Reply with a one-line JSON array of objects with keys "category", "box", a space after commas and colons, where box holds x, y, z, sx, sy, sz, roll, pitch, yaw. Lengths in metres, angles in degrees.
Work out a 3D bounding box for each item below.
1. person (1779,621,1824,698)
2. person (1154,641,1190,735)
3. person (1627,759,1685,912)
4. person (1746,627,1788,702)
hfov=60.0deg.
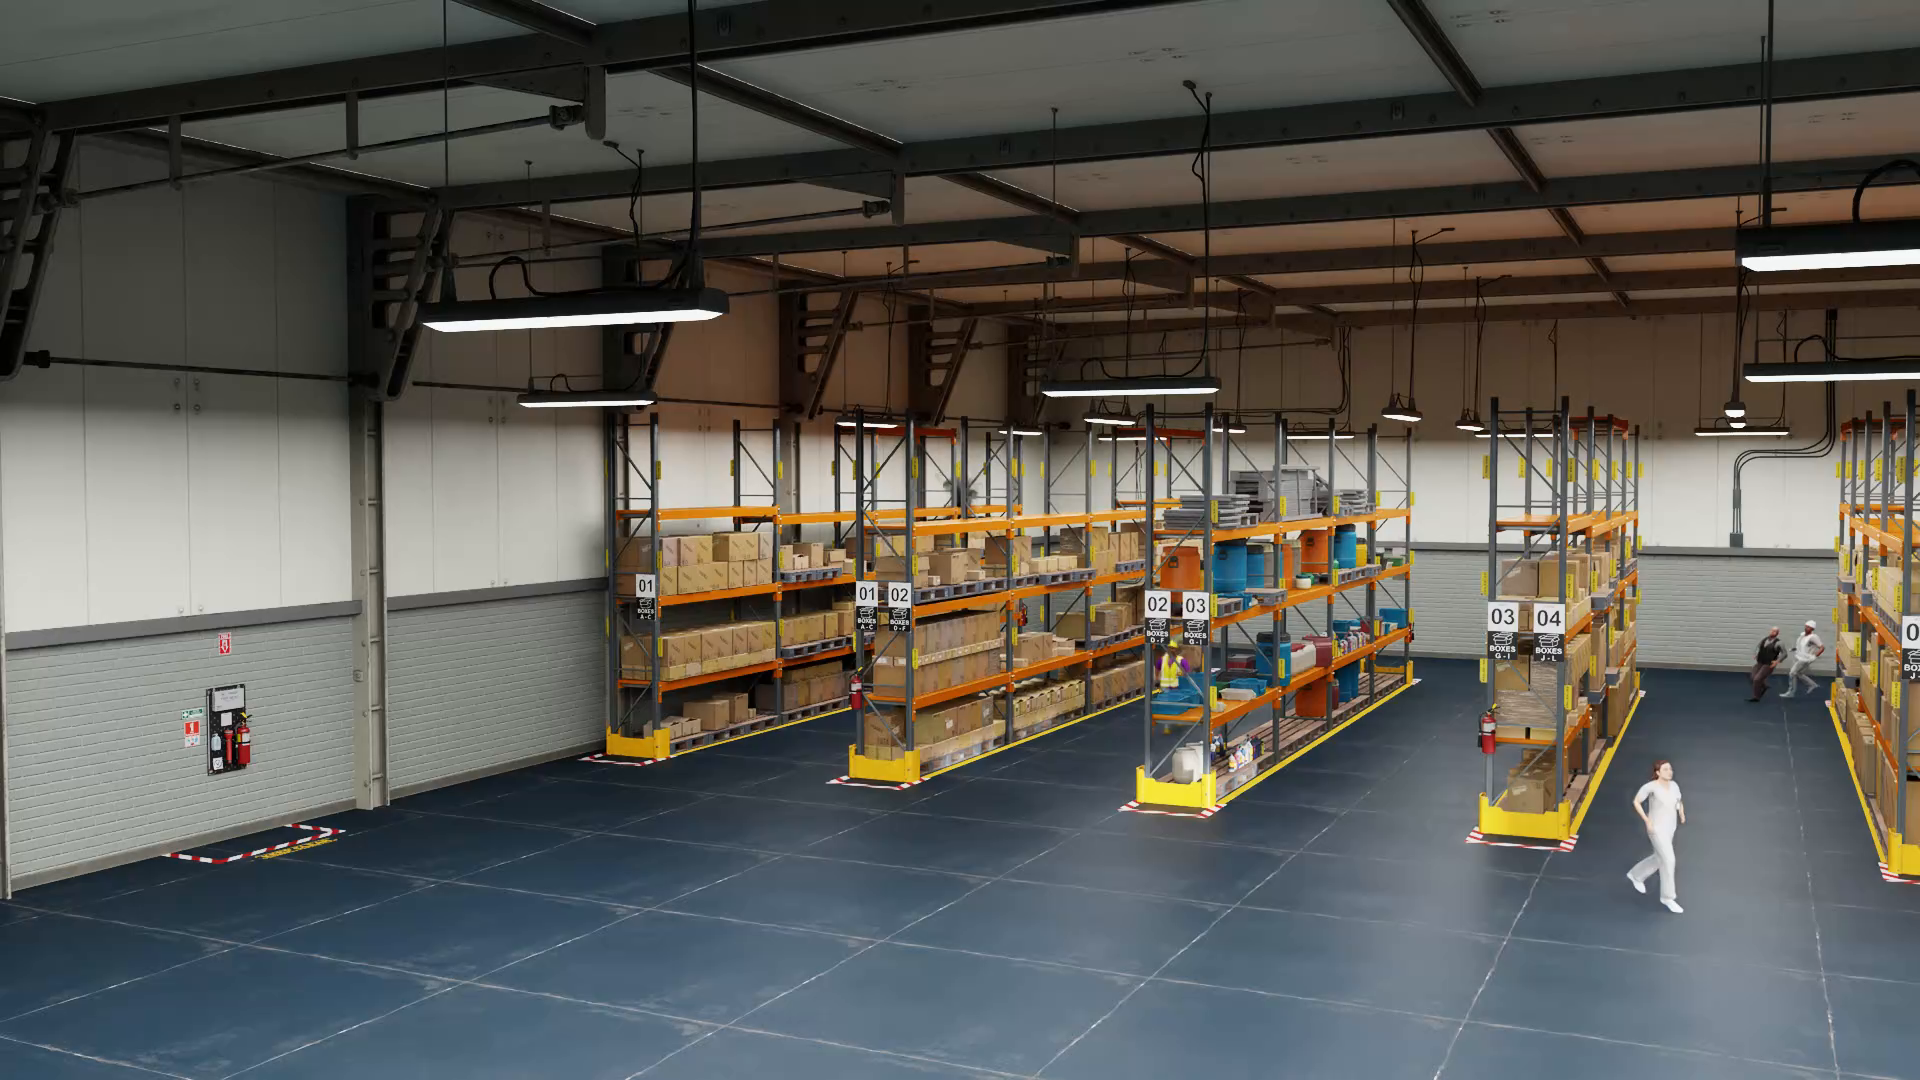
[{"category": "person", "box": [18.368, 2.611, 36.286, 0.787, 1.719, 0.760, 0, 2, 6]}, {"category": "person", "box": [4.026, 2.798, 31.612, 0.714, 1.743, 0.907, 1, 3, 17]}, {"category": "person", "box": [8.046, 3.355, 19.182, 0.563, 1.701, 0.839, -1, 3, -23]}, {"category": "person", "box": [17.329, 2.676, 35.751, 0.616, 1.636, 0.717, -1, 3, -19]}]
